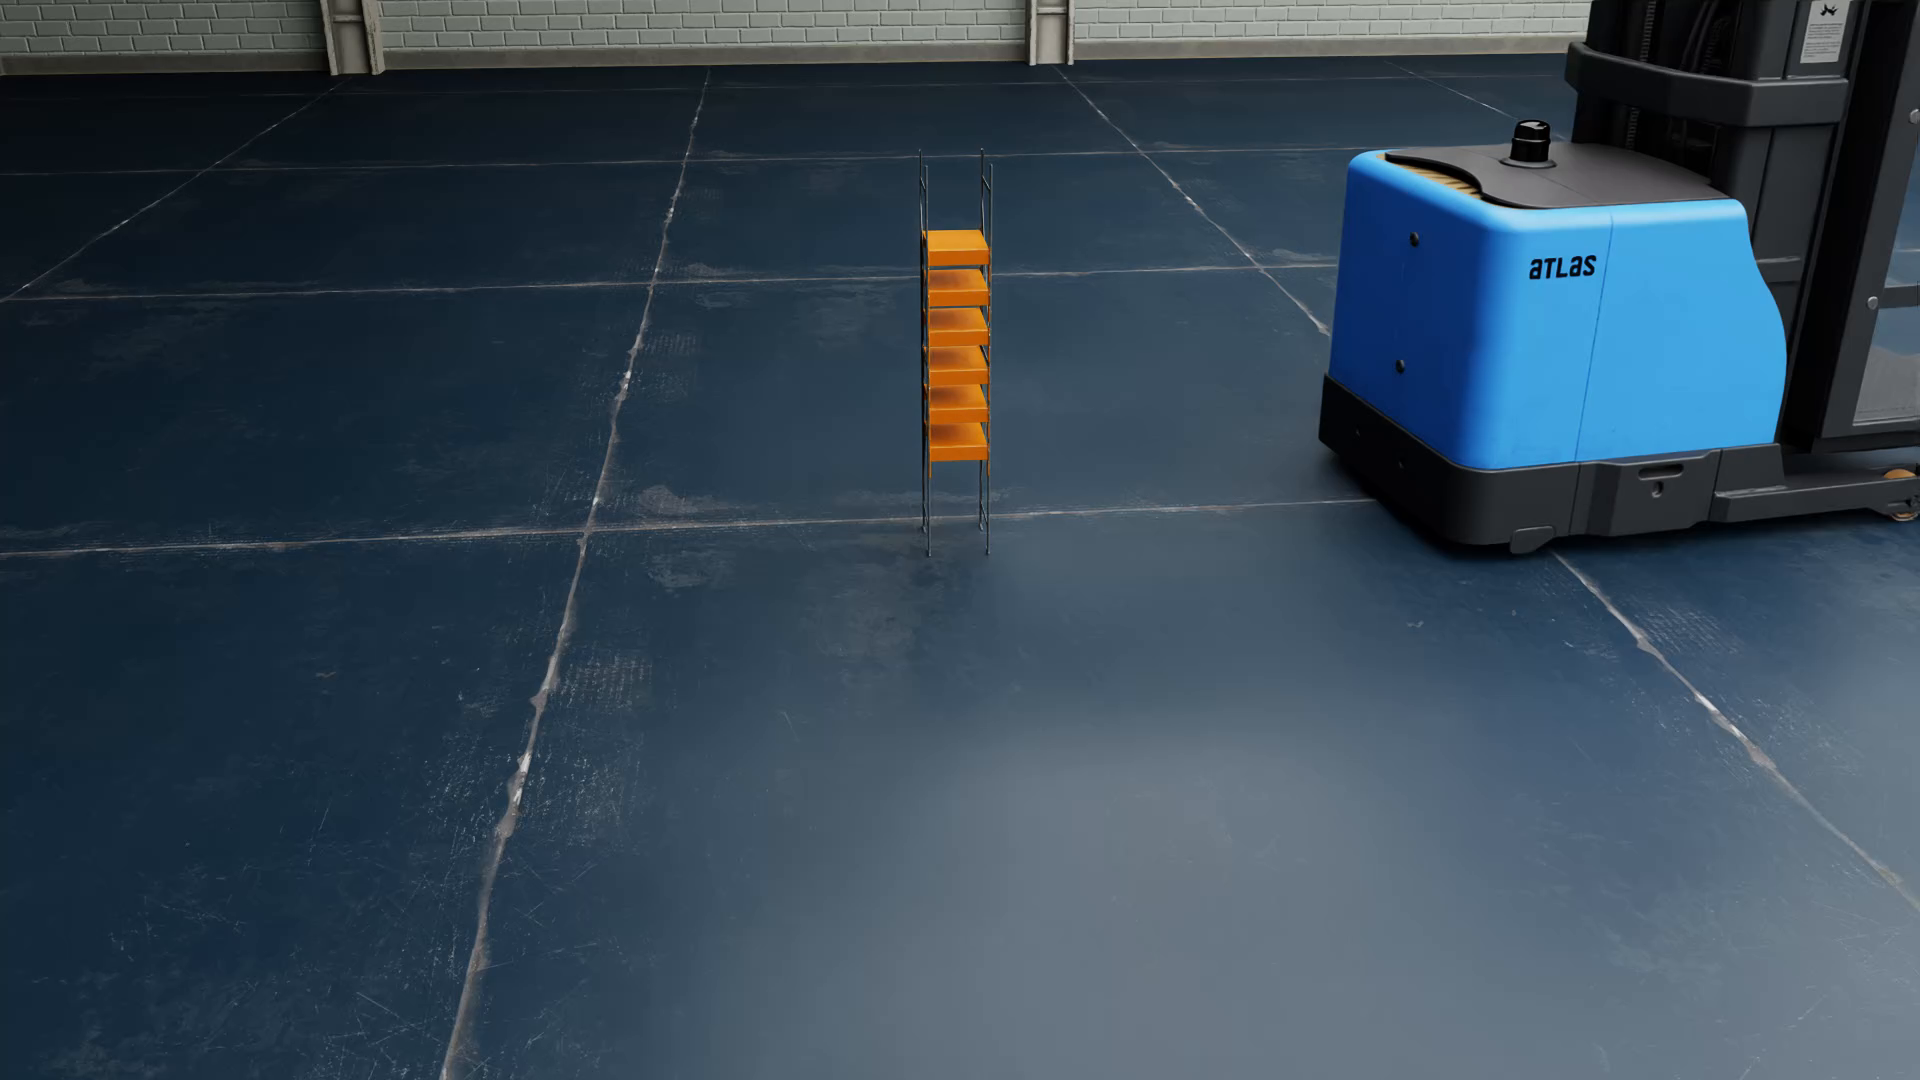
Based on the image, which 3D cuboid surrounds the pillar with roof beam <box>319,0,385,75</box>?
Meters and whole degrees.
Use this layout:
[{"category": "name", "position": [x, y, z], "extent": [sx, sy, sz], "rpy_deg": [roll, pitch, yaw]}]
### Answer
[{"category": "pillar with roof beam", "position": [-4.753, -6.398, 8.566], "extent": [0.400, 9.000, 9.100], "rpy_deg": [-2, 24, -5]}]

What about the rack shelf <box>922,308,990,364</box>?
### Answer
[{"category": "rack shelf", "position": [-0.014, -0.617, 4.974], "extent": [0.180, 0.103, 0.258], "rpy_deg": [-2, 24, -5]}]

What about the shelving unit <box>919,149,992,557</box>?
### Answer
[{"category": "shelving unit", "position": [-0.014, -0.548, 5.005], "extent": [0.189, 1.200, 0.258], "rpy_deg": [-2, 24, -5]}]

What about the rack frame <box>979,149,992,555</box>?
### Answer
[{"category": "rack frame", "position": [0.077, -0.551, 5.013], "extent": [0.006, 1.200, 0.240], "rpy_deg": [-2, 24, -5]}]

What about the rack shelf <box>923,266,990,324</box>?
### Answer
[{"category": "rack shelf", "position": [-0.014, -0.726, 4.926], "extent": [0.180, 0.103, 0.258], "rpy_deg": [-2, 24, -5]}]

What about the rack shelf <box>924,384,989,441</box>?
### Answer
[{"category": "rack shelf", "position": [-0.014, -0.397, 5.072], "extent": [0.180, 0.103, 0.258], "rpy_deg": [-2, 24, -5]}]

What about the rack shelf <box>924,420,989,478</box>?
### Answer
[{"category": "rack shelf", "position": [-0.014, -0.288, 5.121], "extent": [0.180, 0.103, 0.258], "rpy_deg": [-2, 24, -5]}]

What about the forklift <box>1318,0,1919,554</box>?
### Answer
[{"category": "forklift", "position": [2.841, -1.602, 5.245], "extent": [3.031, 2.935, 1.130], "rpy_deg": [-6, 25, -13]}]

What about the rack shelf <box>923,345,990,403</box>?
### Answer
[{"category": "rack shelf", "position": [-0.014, -0.507, 5.023], "extent": [0.180, 0.103, 0.258], "rpy_deg": [-2, 24, -5]}]

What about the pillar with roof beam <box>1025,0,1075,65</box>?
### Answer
[{"category": "pillar with roof beam", "position": [1.218, -6.638, 9.105], "extent": [0.400, 9.000, 9.100], "rpy_deg": [-2, 24, -5]}]

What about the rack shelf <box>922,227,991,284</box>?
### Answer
[{"category": "rack shelf", "position": [-0.014, -0.836, 4.877], "extent": [0.180, 0.103, 0.258], "rpy_deg": [-2, 24, -5]}]

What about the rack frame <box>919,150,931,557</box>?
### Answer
[{"category": "rack frame", "position": [-0.105, -0.544, 4.997], "extent": [0.006, 1.200, 0.240], "rpy_deg": [-2, 24, -5]}]
